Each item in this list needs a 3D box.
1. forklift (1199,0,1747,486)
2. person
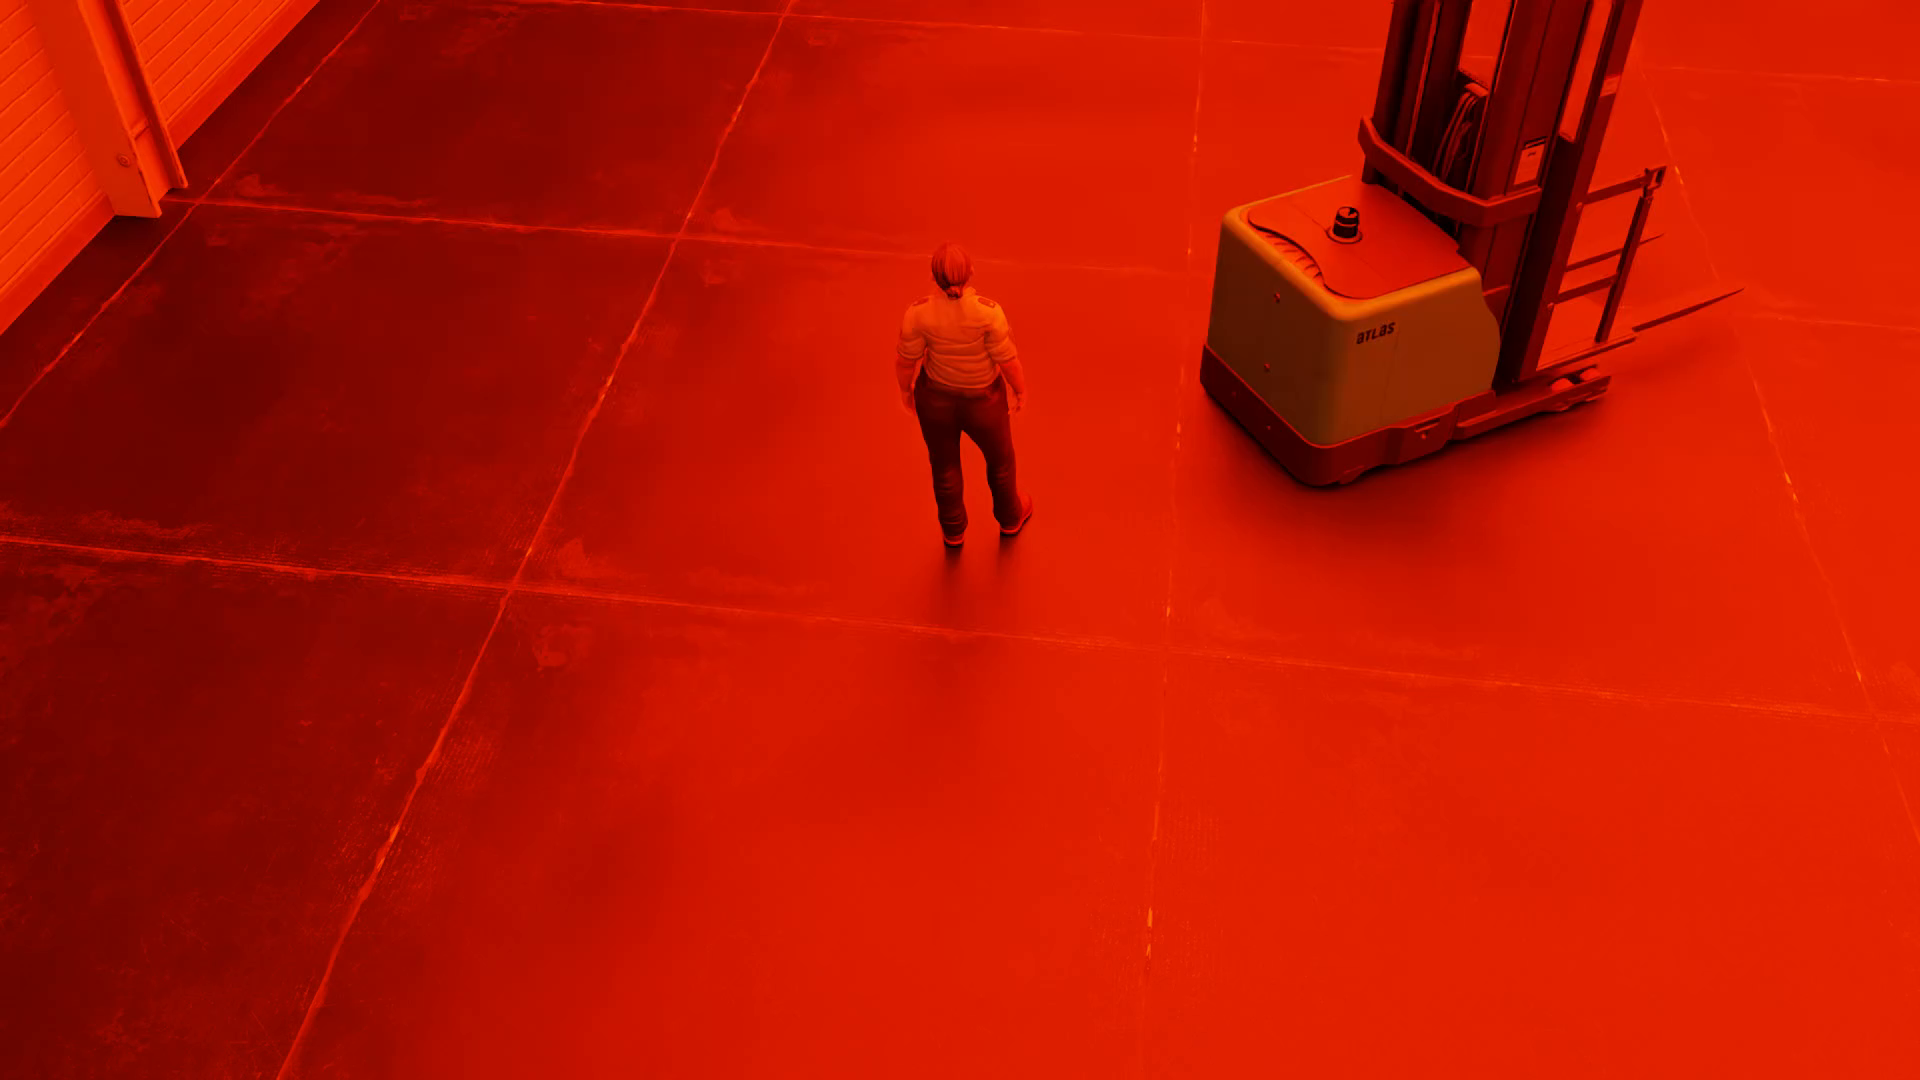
[{"bbox_3d":[2.802,-2.045,7.951,3.031,2.935,1.130,-19,46,-20],"label":"forklift"},{"bbox_3d":[0.035,-0.670,7.393,0.598,1.651,0.502,5,43,6],"label":"person"}]
